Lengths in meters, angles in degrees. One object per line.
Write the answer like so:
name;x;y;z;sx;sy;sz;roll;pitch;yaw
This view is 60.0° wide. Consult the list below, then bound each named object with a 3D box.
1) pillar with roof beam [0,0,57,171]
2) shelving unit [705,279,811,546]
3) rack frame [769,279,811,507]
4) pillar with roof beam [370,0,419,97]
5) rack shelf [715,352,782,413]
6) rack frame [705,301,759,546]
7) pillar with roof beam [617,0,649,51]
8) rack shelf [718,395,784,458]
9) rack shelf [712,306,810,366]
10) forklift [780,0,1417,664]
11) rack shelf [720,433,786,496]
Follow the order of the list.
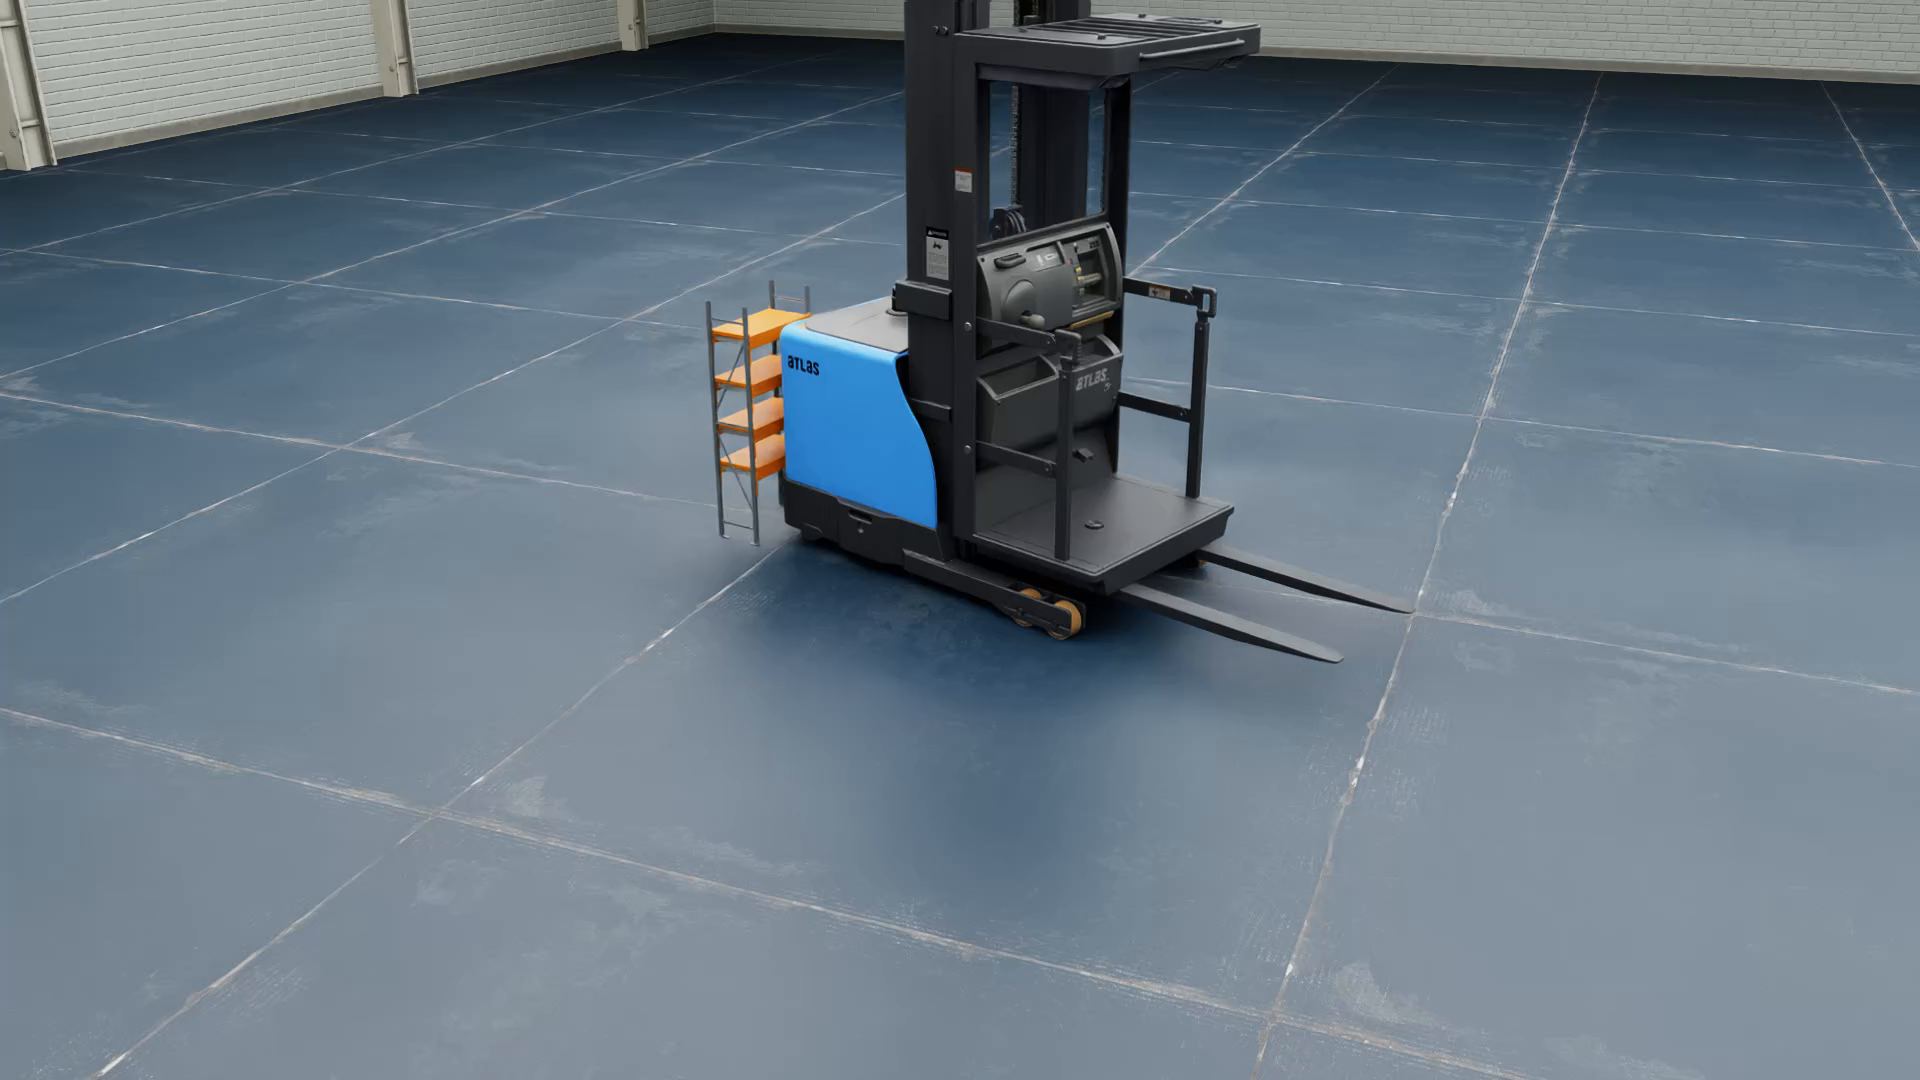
pillar with roof beam;-5.962;-7.543;14.632;9.100;9.000;0.400;9;24;20
shelving unit;-0.966;-0.629;8.200;0.258;1.200;0.503;13;26;29
rack frame;-0.839;-0.710;8.392;0.240;1.200;0.015;13;26;29
pillar with roof beam;-3.733;-9.690;19.773;9.100;9.000;0.400;9;24;20
rack shelf;-0.966;-0.774;8.140;0.258;0.148;0.480;13;26;29
rack frame;-1.094;-0.549;8.008;0.240;1.200;0.015;13;26;29
pillar with roof beam;-1.505;-11.837;24.913;9.100;9.000;0.400;9;24;20
rack shelf;-0.966;-0.567;8.226;0.258;0.148;0.480;13;26;29
rack shelf;-0.967;-0.992;8.049;0.258;0.148;0.480;13;26;29
forklift;0.565;-1.148;7.197;3.031;2.935;1.130;19;29;38
rack shelf;-0.966;-0.384;8.302;0.258;0.148;0.480;13;26;29
